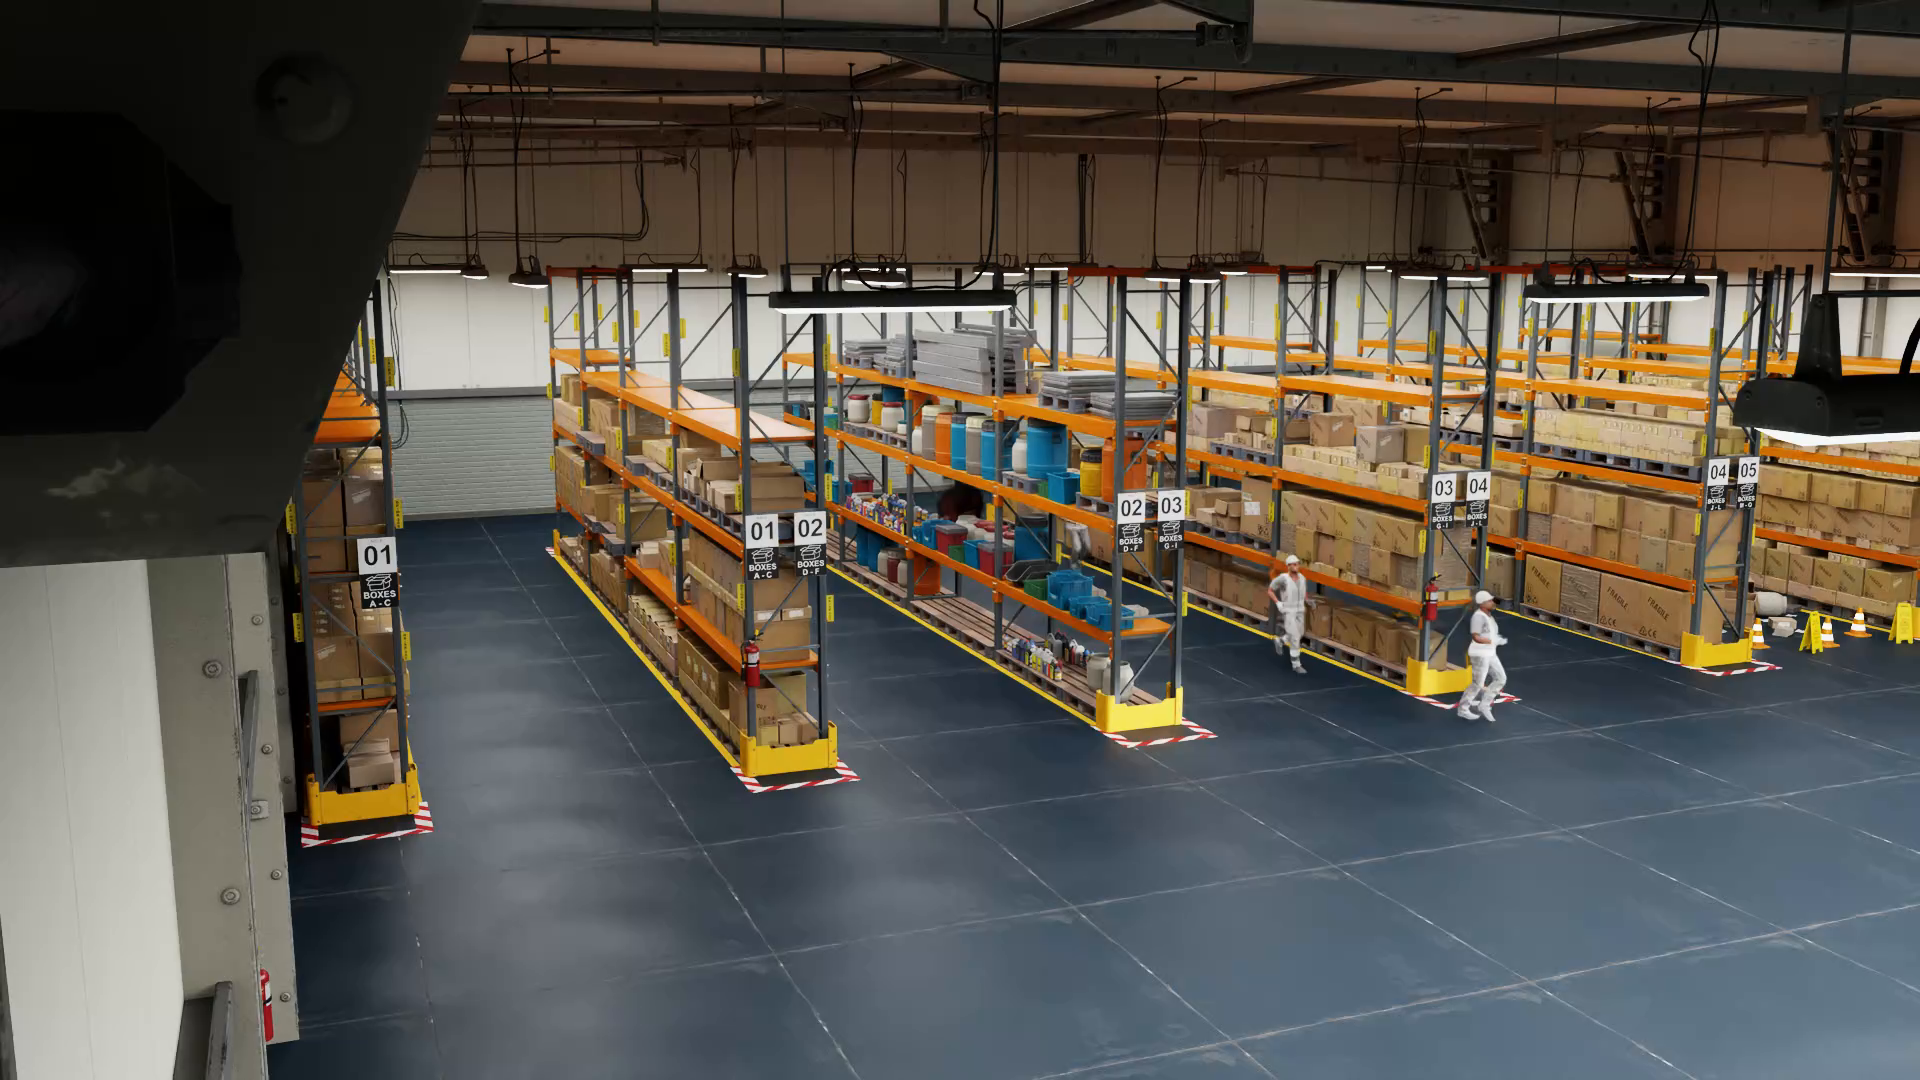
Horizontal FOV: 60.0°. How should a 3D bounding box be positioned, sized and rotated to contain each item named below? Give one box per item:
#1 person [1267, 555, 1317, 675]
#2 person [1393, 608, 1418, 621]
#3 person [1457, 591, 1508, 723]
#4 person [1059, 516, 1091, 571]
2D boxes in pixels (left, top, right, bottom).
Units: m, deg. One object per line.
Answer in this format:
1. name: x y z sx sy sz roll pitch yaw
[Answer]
1. person: 5.010 1.106 25.273 0.655 1.777 0.864 -5 11 -27
2. person: 7.759 0.525 28.617 0.699 1.760 0.665 -5 11 -25
3. person: 7.095 1.584 22.464 0.627 1.805 0.685 6 12 32
4. person: 2.260 -0.208 31.723 0.757 1.737 0.541 -5 11 -26
